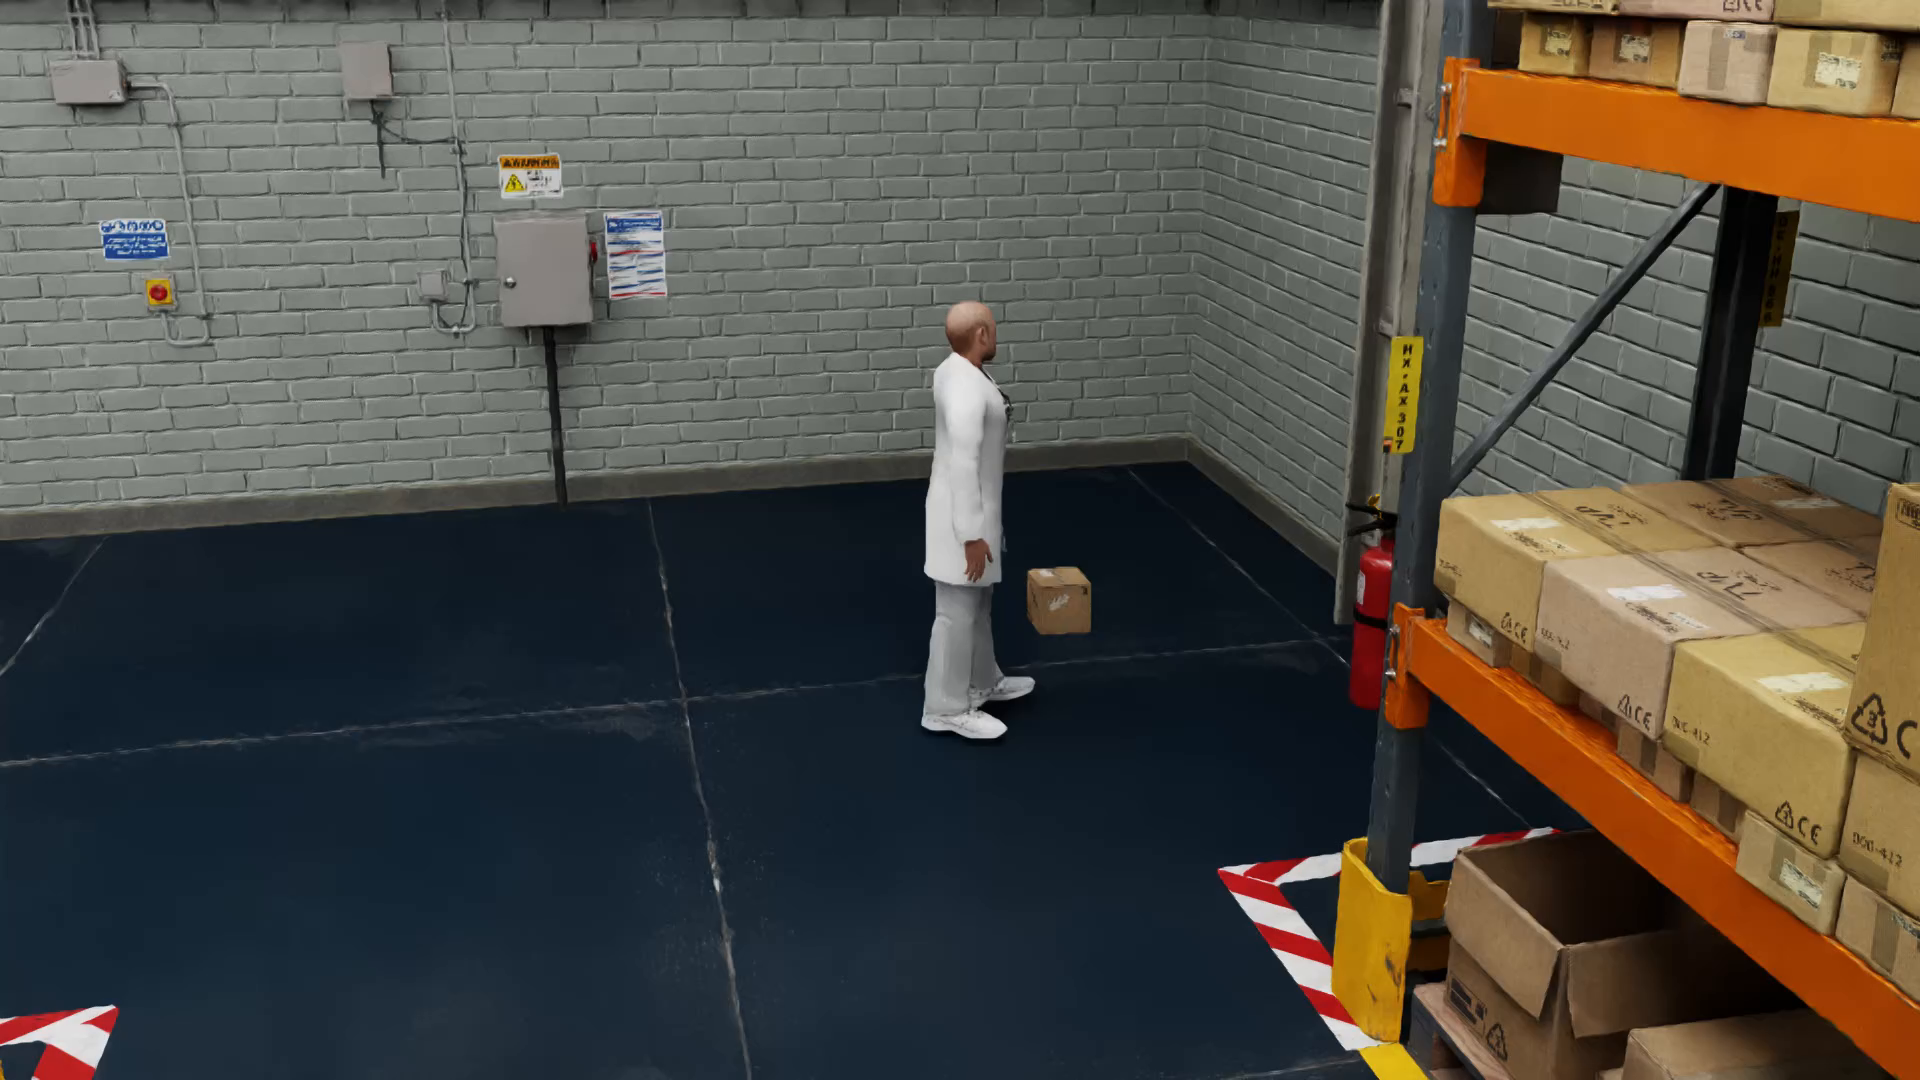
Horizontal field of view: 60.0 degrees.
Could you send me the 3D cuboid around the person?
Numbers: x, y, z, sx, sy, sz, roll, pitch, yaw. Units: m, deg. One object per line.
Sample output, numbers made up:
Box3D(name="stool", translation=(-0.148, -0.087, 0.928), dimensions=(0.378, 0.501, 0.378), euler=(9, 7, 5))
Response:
Box3D(name="person", translation=(0.085, -0.088, 6.769), dimensions=(0.509, 1.784, 0.647), euler=(-1, 19, -4))
